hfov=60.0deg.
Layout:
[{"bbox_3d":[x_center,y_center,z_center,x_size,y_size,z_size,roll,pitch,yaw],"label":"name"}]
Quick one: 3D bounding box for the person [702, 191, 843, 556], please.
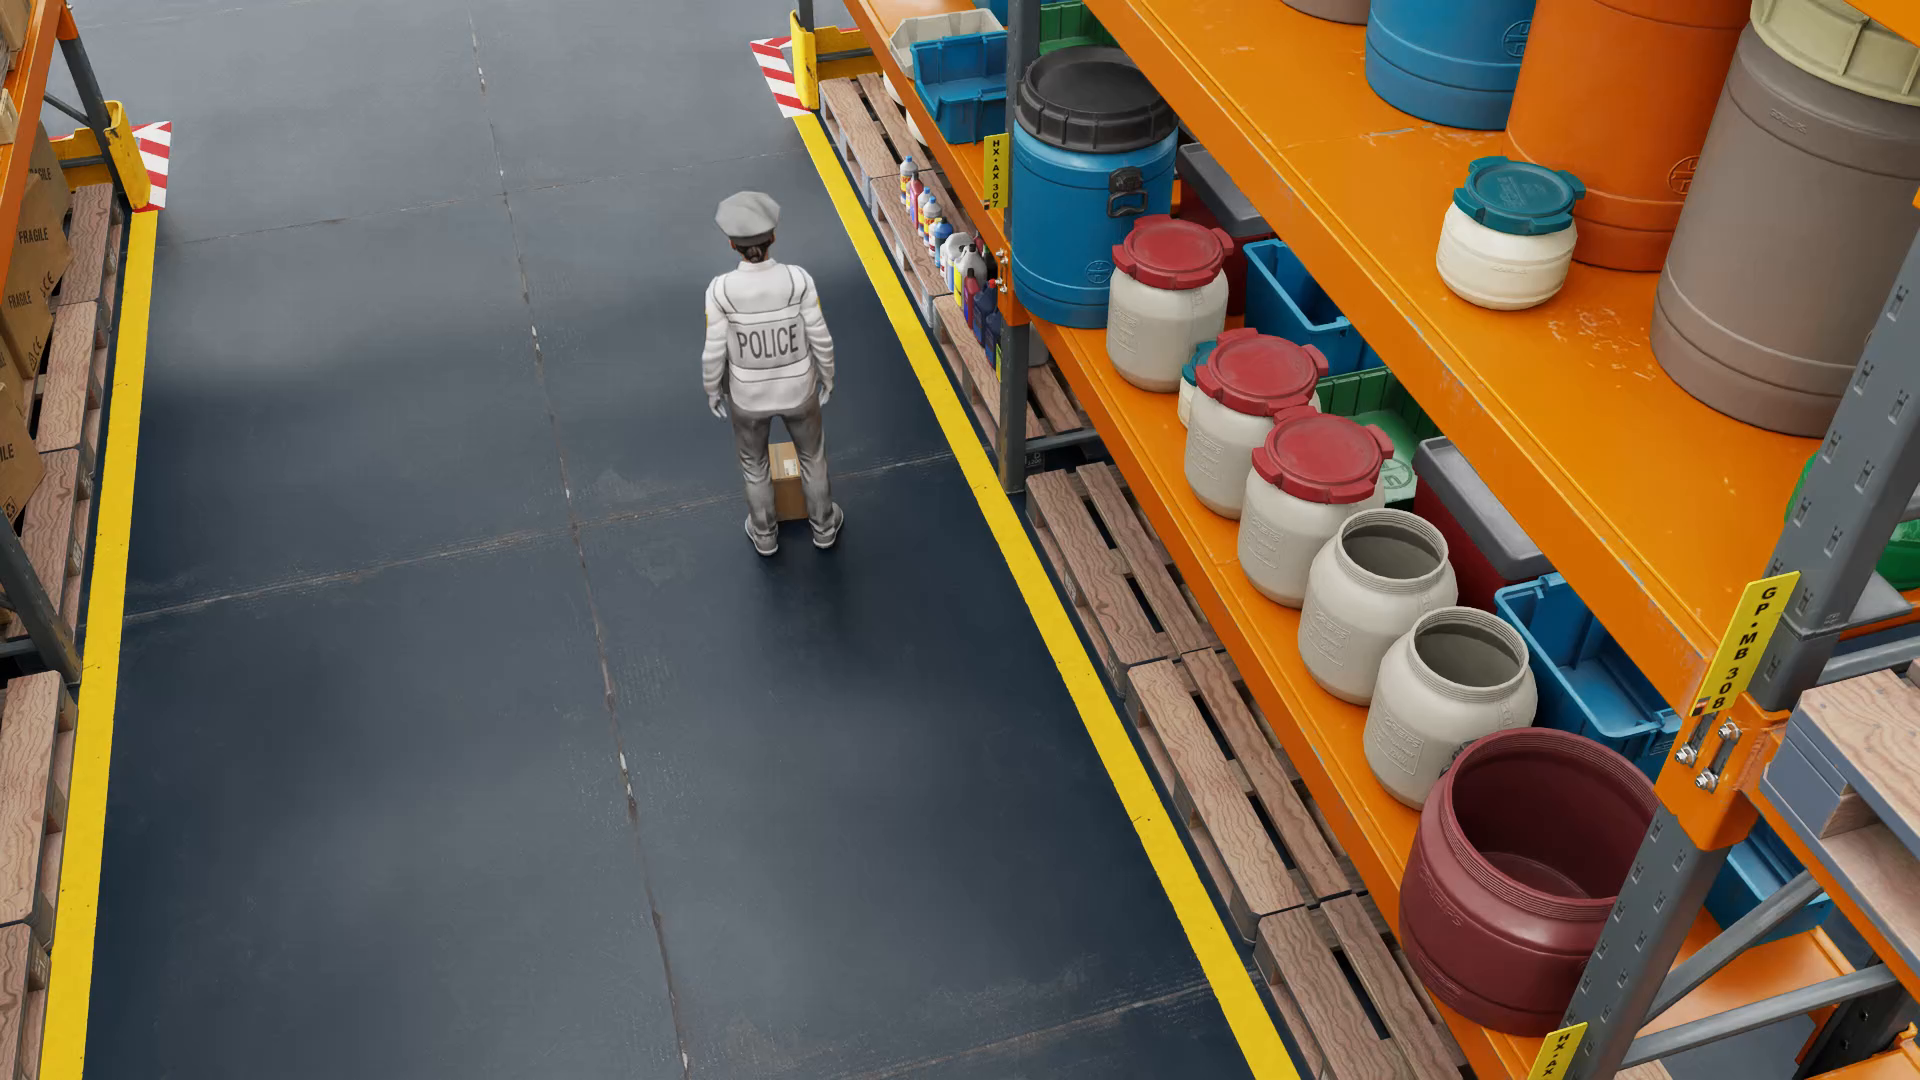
[{"bbox_3d":[-0.777,-0.623,6.837,0.542,1.665,0.373,-7,43,-8],"label":"person"}]
